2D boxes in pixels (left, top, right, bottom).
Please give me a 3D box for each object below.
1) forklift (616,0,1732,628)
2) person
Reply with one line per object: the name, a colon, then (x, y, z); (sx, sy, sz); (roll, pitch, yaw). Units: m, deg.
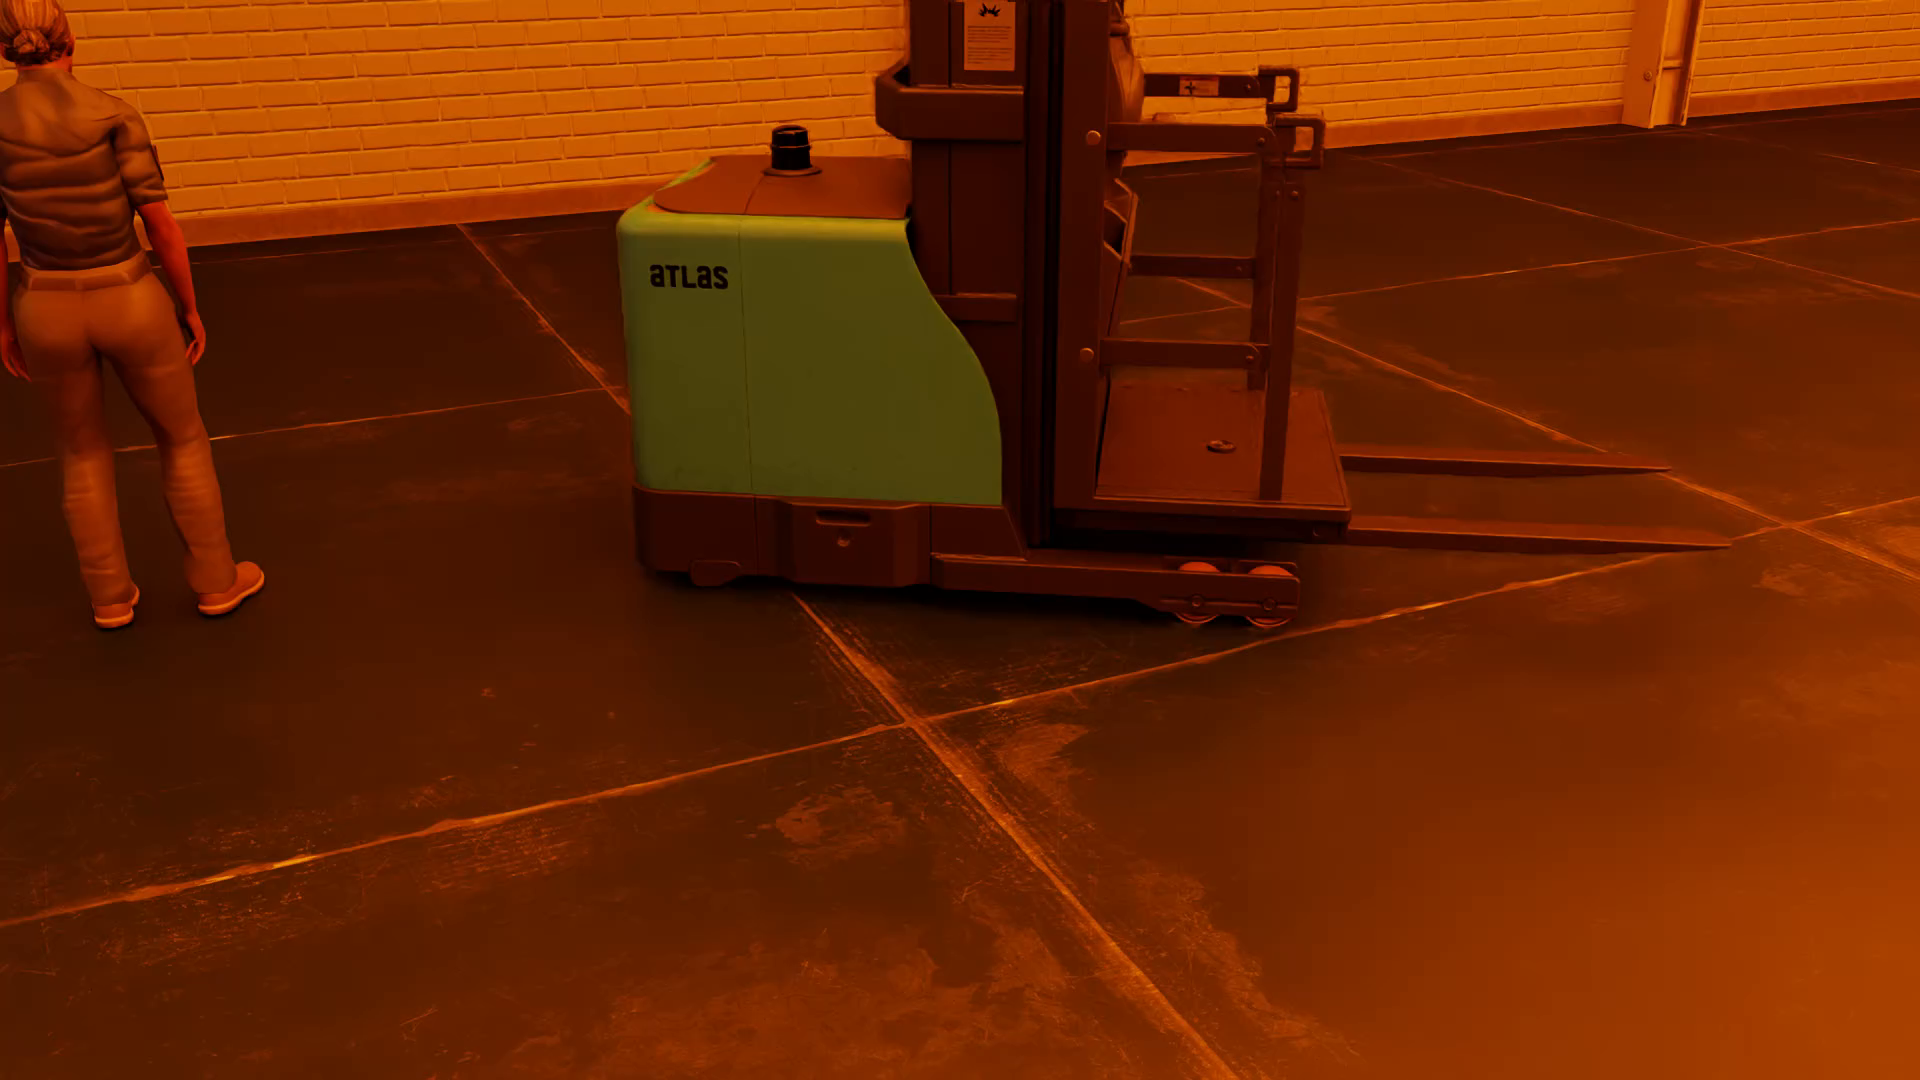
forklift: (0.625, -1.331, 4.491); (3.031, 2.935, 1.130); (3, 23, 7)
person: (-2.228, -0.570, 4.328); (0.522, 1.653, 0.349); (-7, 23, -16)
